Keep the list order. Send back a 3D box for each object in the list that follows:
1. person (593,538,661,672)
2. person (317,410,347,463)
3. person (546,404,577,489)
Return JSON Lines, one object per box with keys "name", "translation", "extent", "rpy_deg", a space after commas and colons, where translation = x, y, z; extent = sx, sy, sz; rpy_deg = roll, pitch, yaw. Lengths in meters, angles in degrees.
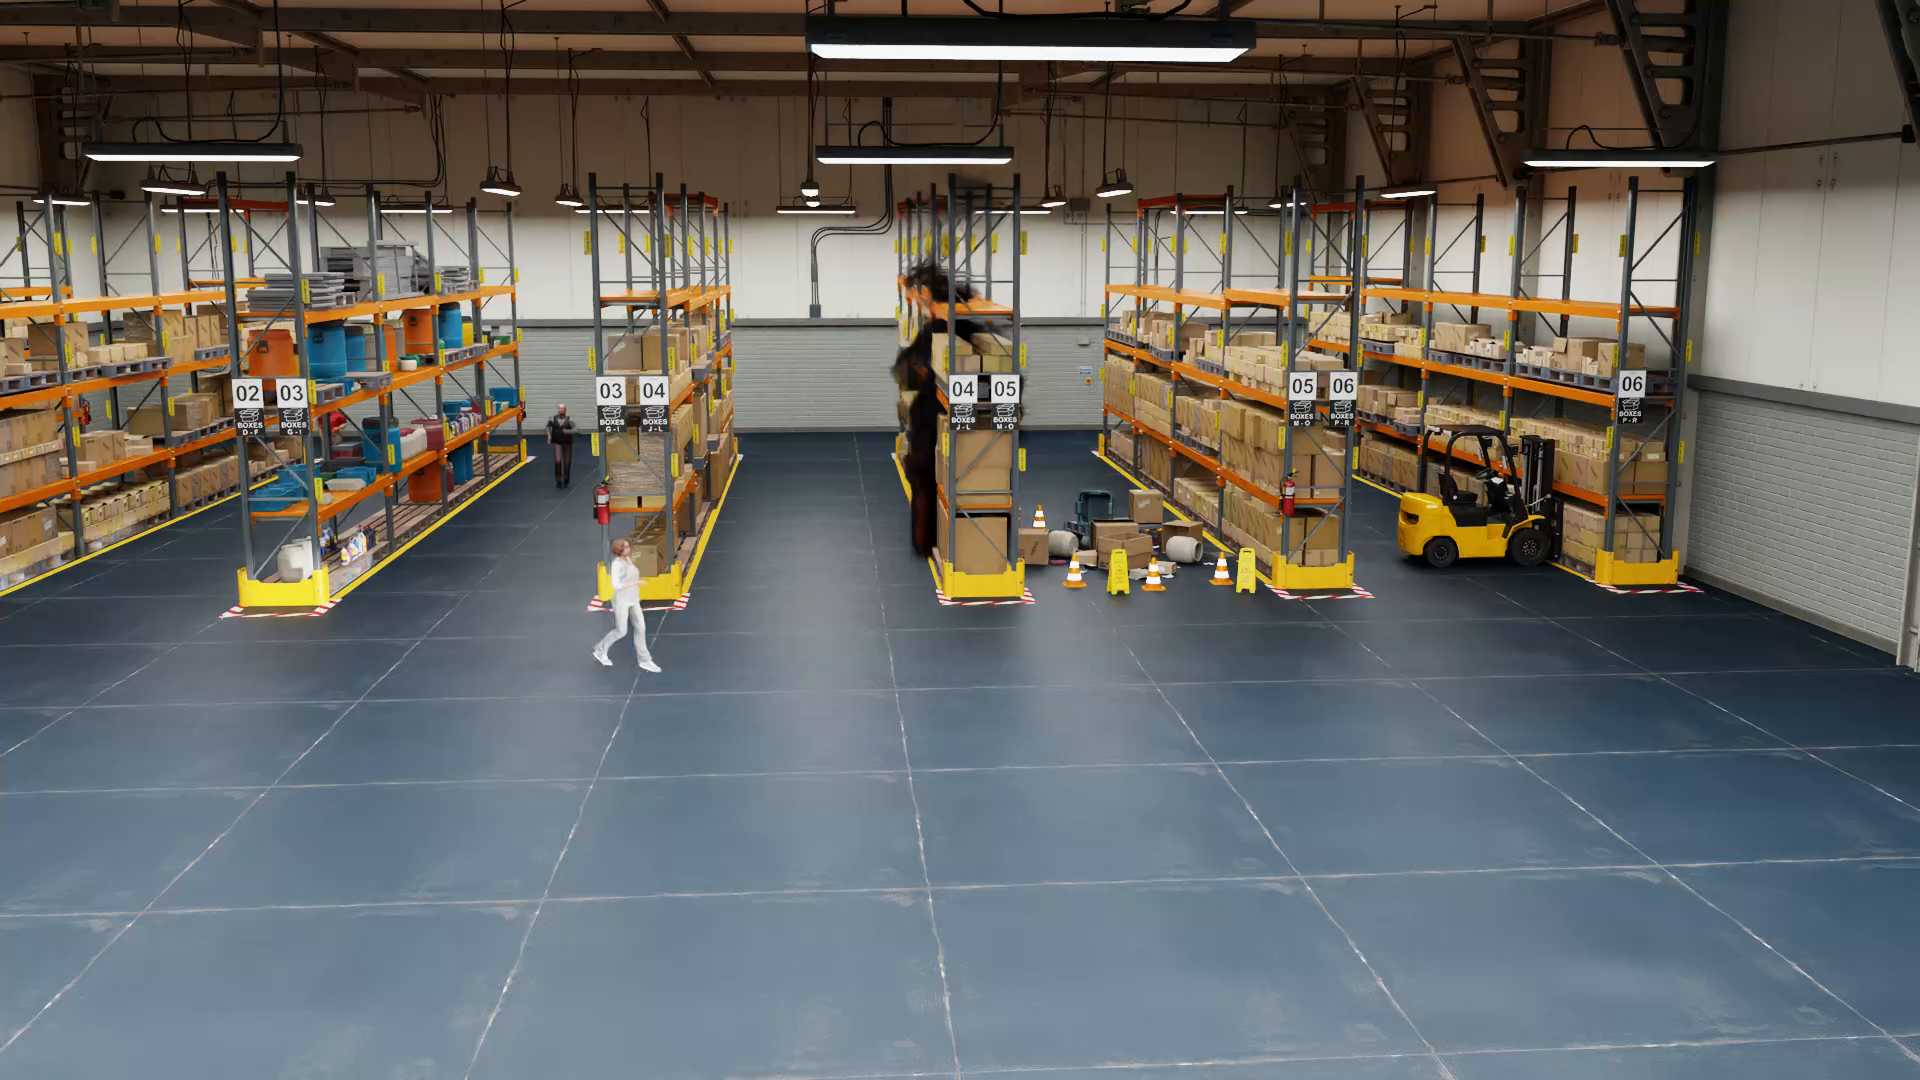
{"name": "person", "translation": [-3.954, 0.762, 19.629], "extent": [0.844, 1.596, 0.538], "rpy_deg": [3, 11, 18]}
{"name": "person", "translation": [-13.624, -2.141, 36.049], "extent": [0.645, 1.802, 0.671], "rpy_deg": [-2, 10, -10]}
{"name": "person", "translation": [-8.348, -1.964, 34.903], "extent": [0.624, 1.780, 0.752], "rpy_deg": [-3, 10, -17]}
